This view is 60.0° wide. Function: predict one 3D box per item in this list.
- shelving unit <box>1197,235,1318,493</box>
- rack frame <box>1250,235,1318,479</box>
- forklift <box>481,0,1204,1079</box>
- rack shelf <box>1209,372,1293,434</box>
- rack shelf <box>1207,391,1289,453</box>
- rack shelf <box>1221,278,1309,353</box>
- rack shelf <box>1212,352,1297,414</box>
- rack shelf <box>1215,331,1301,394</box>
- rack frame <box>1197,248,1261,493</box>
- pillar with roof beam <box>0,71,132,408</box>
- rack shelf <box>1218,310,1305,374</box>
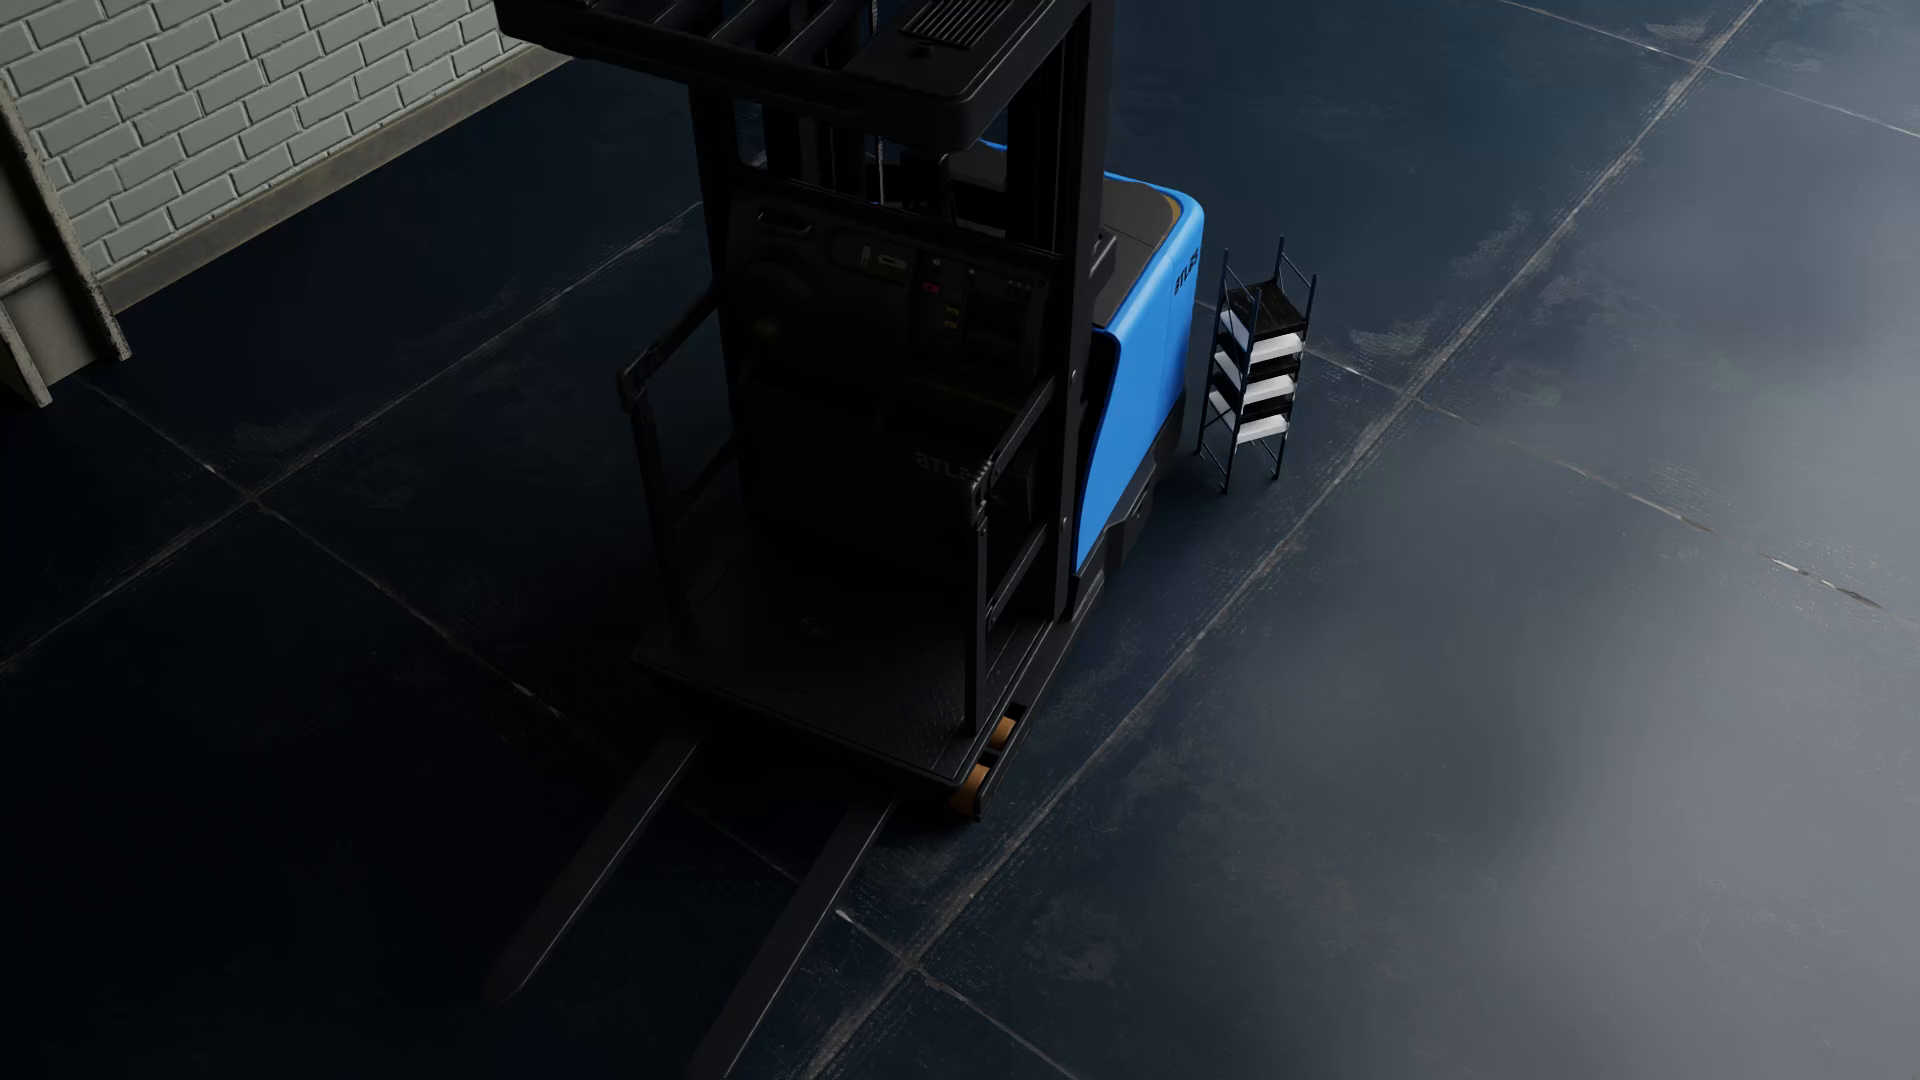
[{"bbox_3d":[1.003,-0.584,5.685,0.210,0.900,0.258,-15,48,-14],"label":"shelving unit"},{"bbox_3d":[1.098,-0.610,5.710,0.006,0.900,0.240,-15,48,-14],"label":"rack frame"},{"bbox_3d":[-0.292,-0.556,4.255,1.130,2.935,3.031,19,49,17],"label":"forklift"},{"bbox_3d":[1.003,-0.498,5.774,0.200,0.077,0.258,-15,48,-14],"label":"rack shelf"},{"bbox_3d":[1.003,-0.436,5.839,0.200,0.077,0.258,-15,48,-14],"label":"rack shelf"},{"bbox_3d":[1.003,-0.747,5.514,0.200,0.077,0.258,-15,48,-14],"label":"rack shelf"},{"bbox_3d":[1.003,-0.561,5.709,0.200,0.077,0.258,-15,48,-14],"label":"rack shelf"},{"bbox_3d":[1.003,-0.623,5.644,0.200,0.077,0.258,-15,48,-14],"label":"rack shelf"},{"bbox_3d":[0.908,-0.558,5.660,0.006,0.900,0.240,-15,48,-14],"label":"rack frame"},{"bbox_3d":[-0.037,-1.877,1.320,9.100,9.000,0.400,29,53,25],"label":"pillar with roof beam"},{"bbox_3d":[1.003,-0.685,5.579,0.200,0.077,0.258,-15,48,-14],"label":"rack shelf"}]
